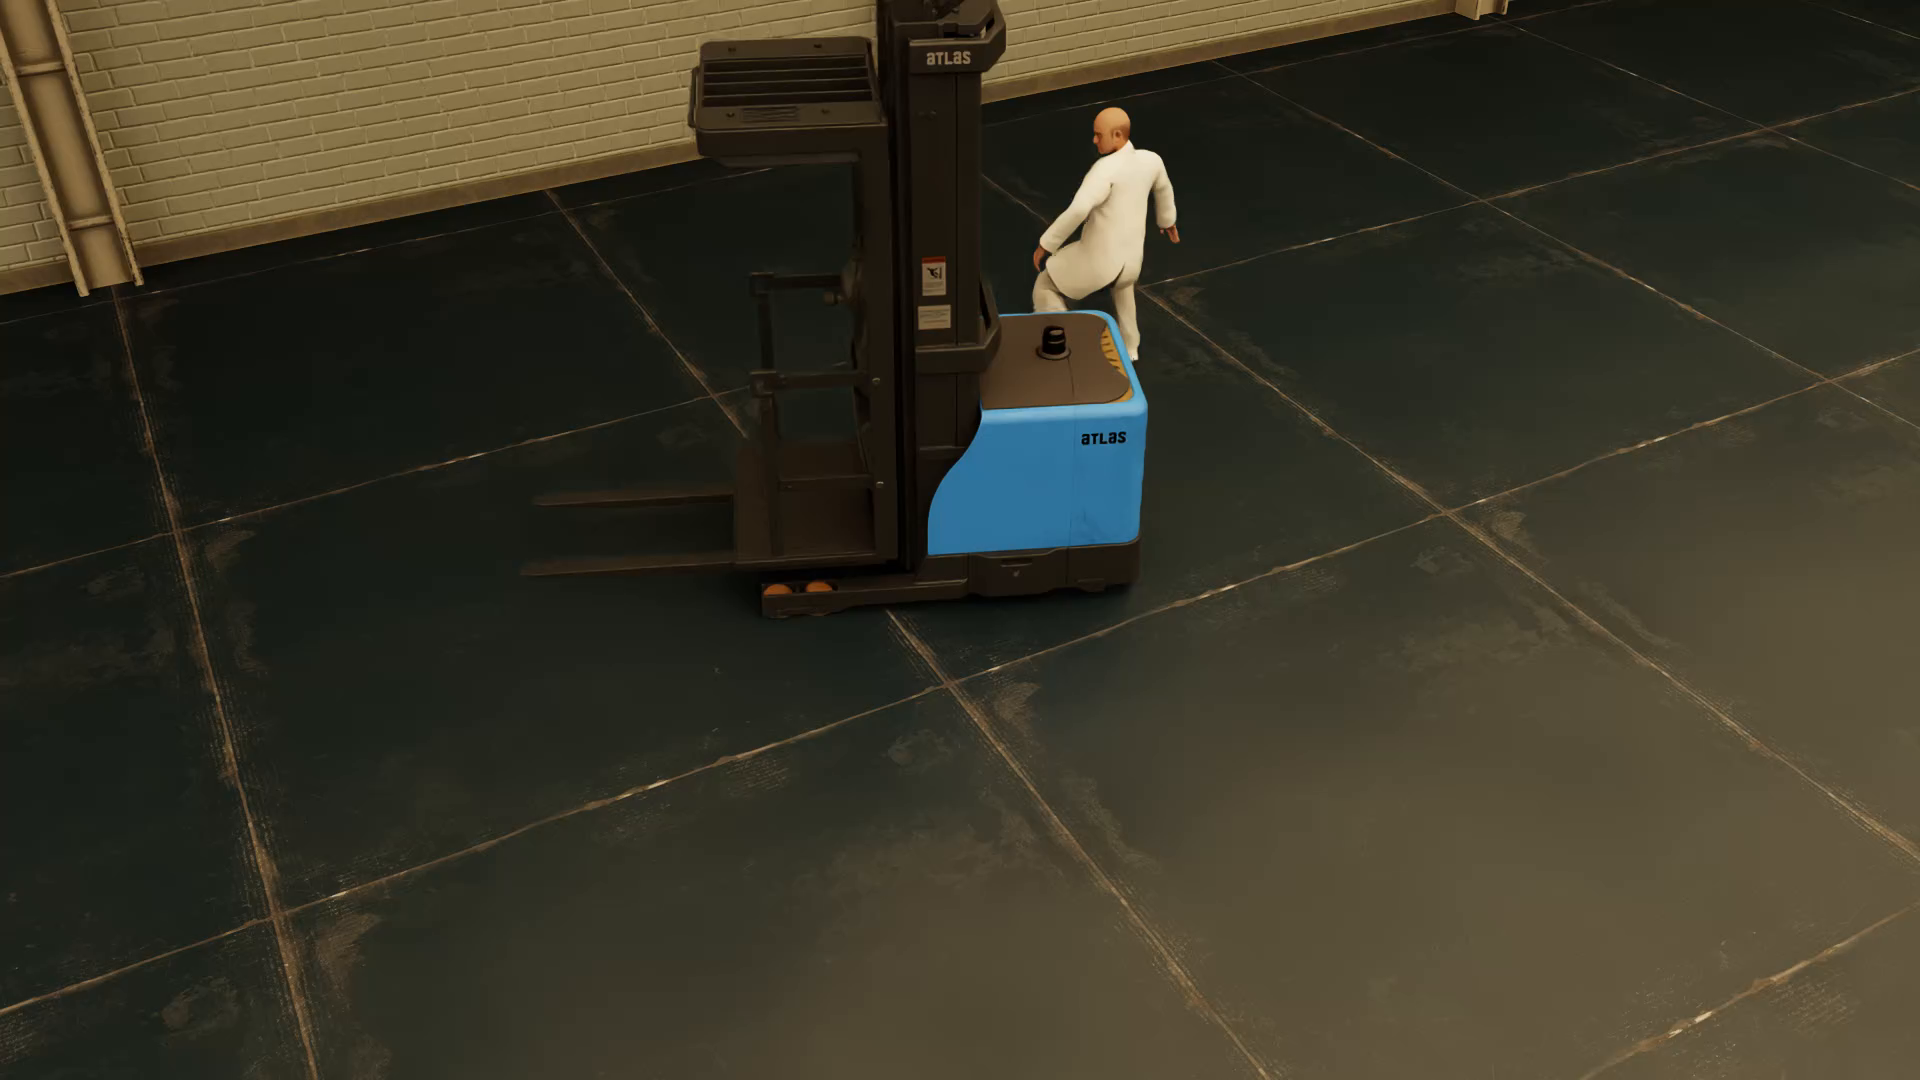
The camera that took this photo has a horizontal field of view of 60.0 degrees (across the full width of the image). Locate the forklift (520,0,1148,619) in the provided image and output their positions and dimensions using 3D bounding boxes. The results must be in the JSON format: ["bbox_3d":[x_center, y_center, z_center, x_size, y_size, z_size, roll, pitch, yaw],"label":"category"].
[{"bbox_3d":[-0.661,-1.134,7.728,3.031,2.935,1.130,-4,35,-5],"label":"forklift"}]

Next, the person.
[{"bbox_3d":[0.878,-1.716,9.719,1.120,1.658,0.542,-20,40,-26],"label":"person"}]
